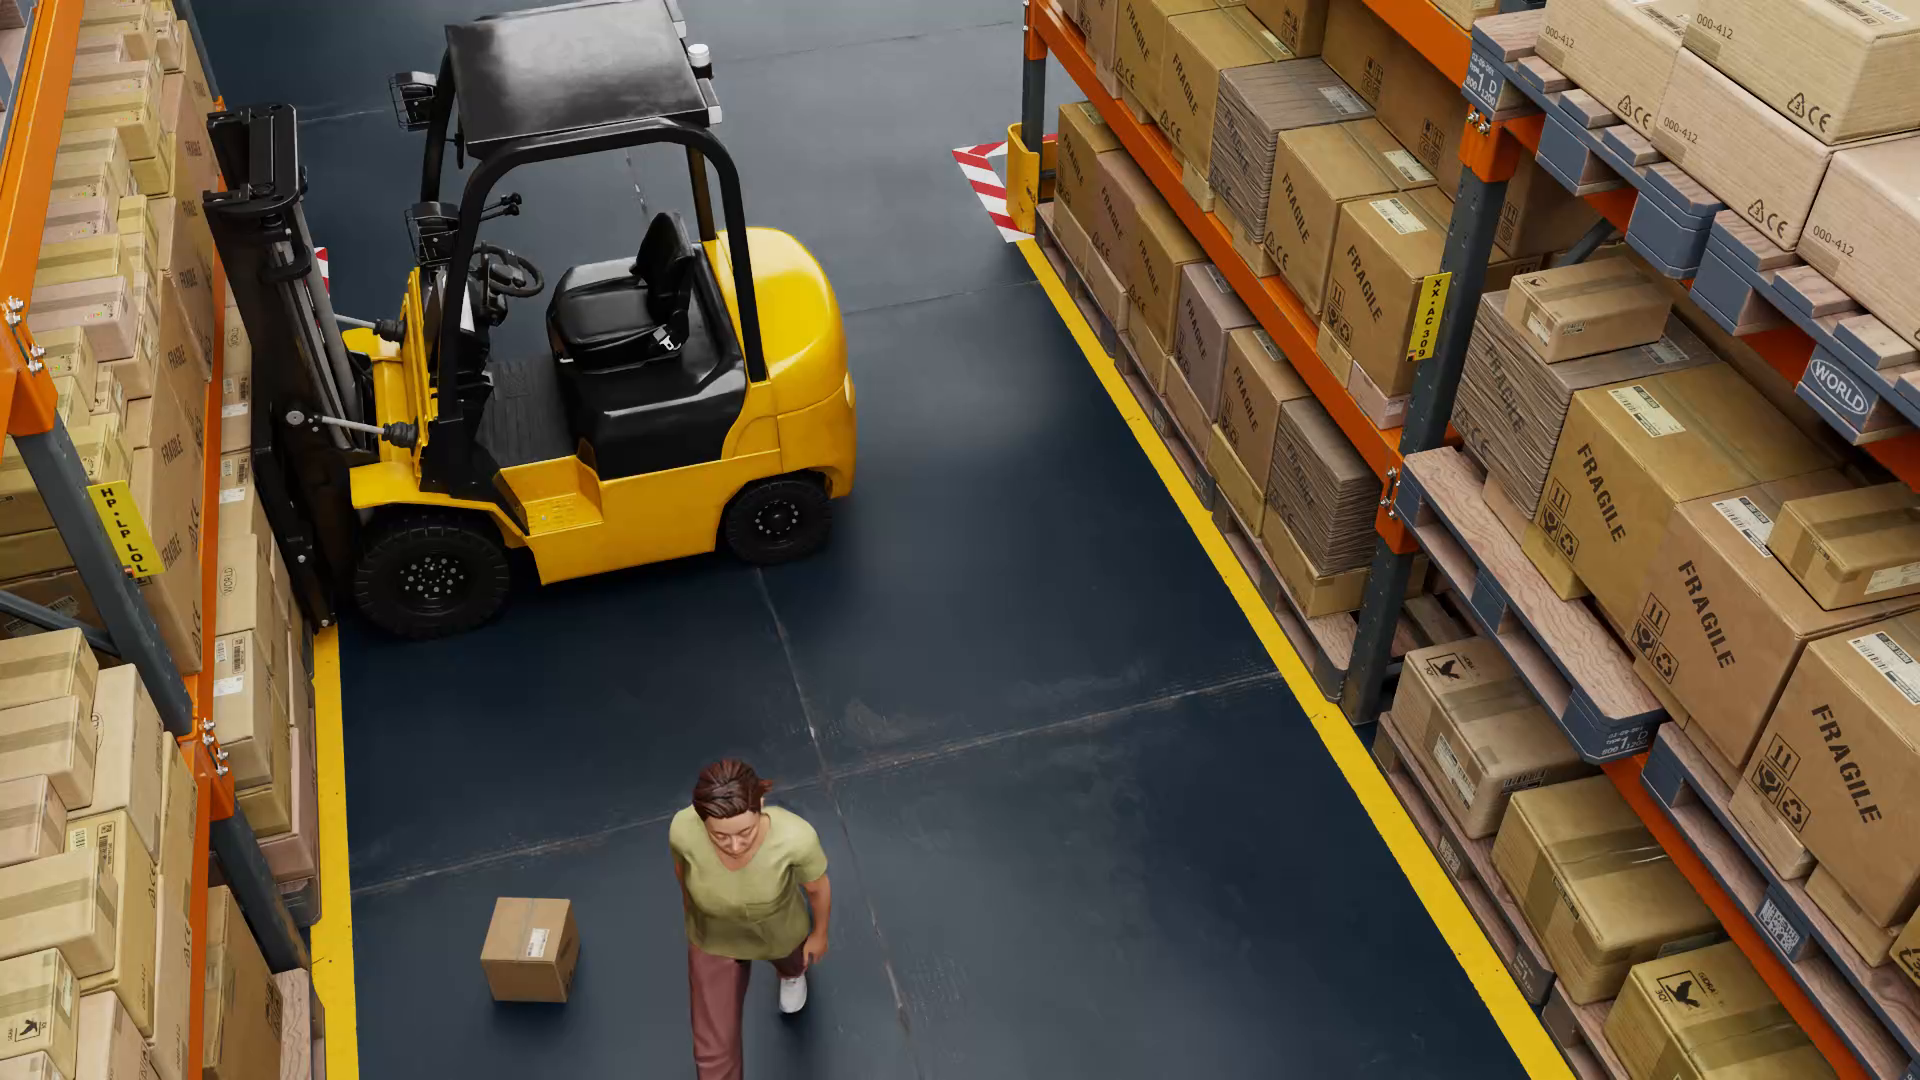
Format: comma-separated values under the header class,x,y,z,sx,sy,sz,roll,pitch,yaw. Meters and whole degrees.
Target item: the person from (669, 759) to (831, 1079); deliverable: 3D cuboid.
class,x,y,z,sx,sy,sz,roll,pitch,yaw
person,-0.612,1.168,4.895,0.480,1.599,1.042,-1,42,-1
